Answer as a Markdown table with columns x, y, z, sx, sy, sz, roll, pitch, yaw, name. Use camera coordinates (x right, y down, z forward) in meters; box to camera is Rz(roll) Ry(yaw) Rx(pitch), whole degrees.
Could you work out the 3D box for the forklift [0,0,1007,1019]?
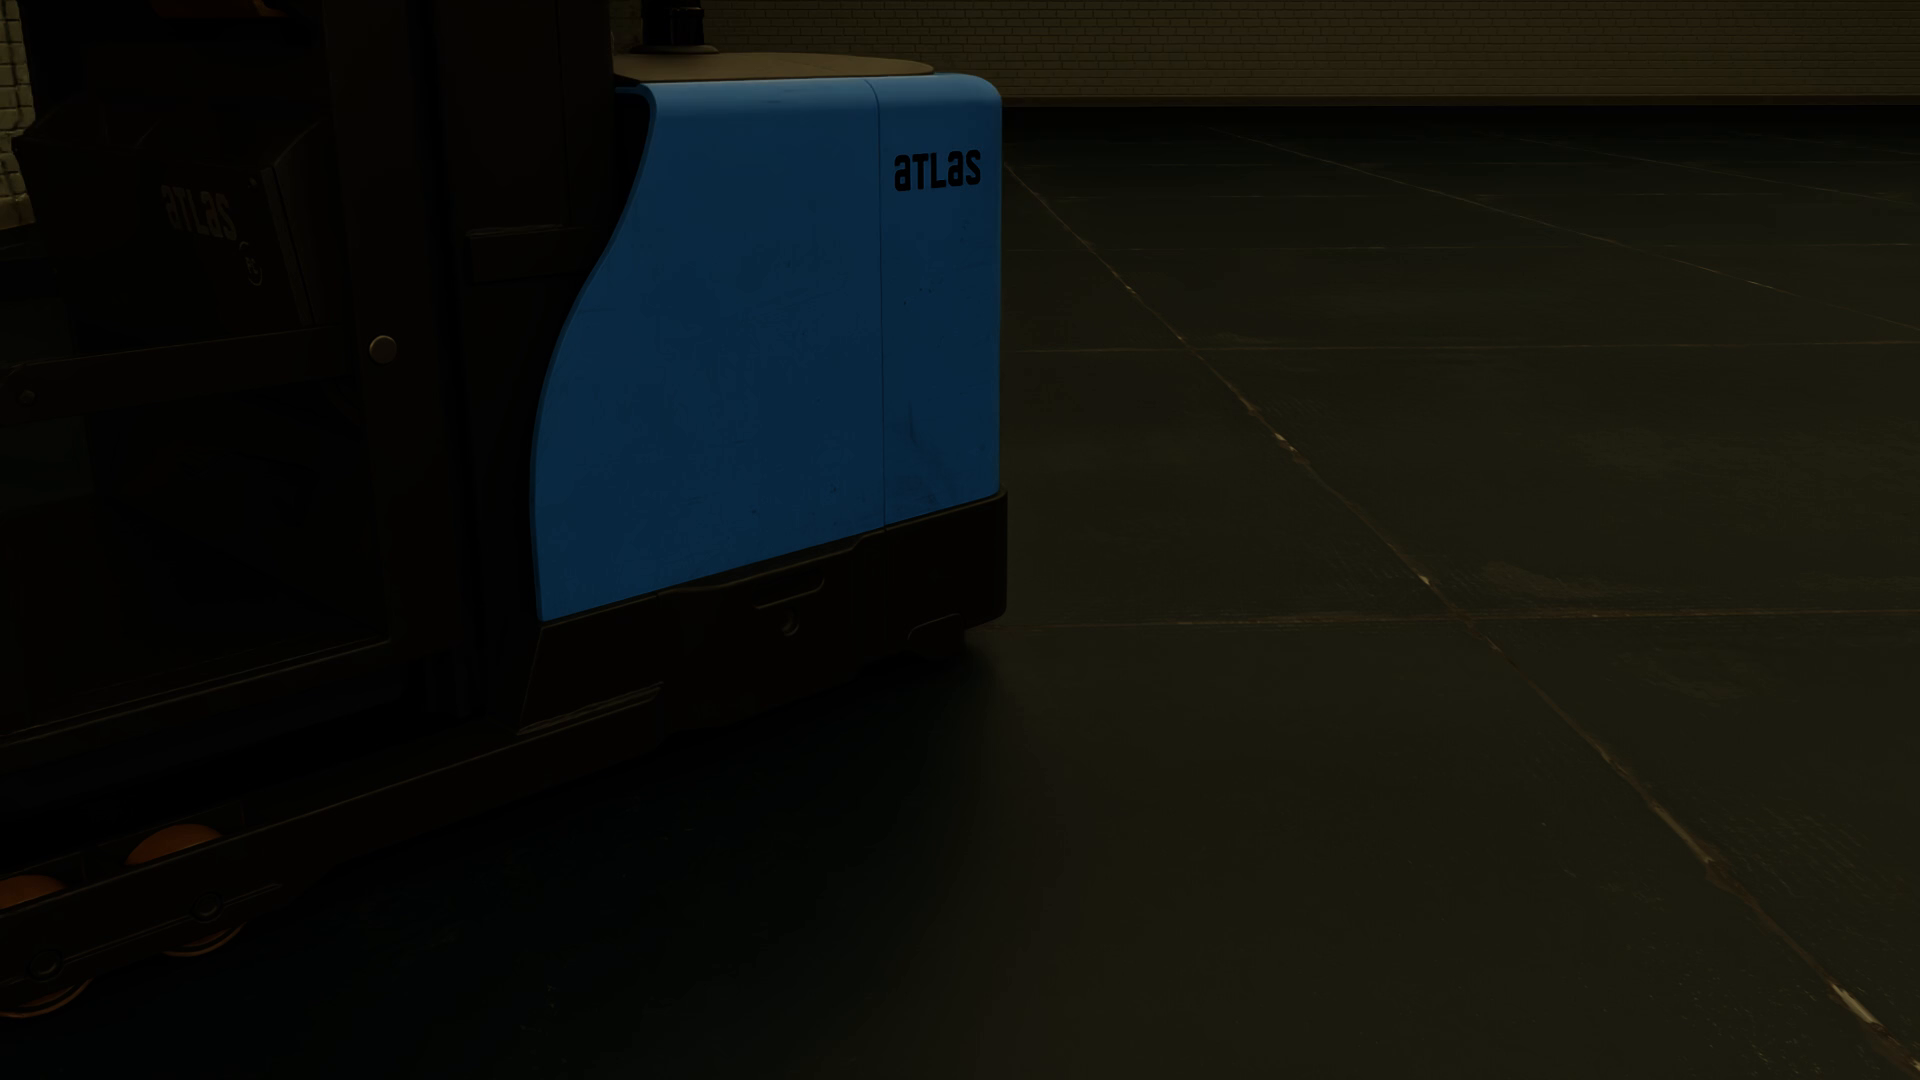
| x | y | z | sx | sy | sz | roll | pitch | yaw | name |
| --- | --- | --- | --- | --- | --- | --- | --- | --- | --- |
| -1.298 | -0.991 | 2.147 | 1.130 | 2.935 | 3.031 | 16 | 23 | 42 | forklift |
